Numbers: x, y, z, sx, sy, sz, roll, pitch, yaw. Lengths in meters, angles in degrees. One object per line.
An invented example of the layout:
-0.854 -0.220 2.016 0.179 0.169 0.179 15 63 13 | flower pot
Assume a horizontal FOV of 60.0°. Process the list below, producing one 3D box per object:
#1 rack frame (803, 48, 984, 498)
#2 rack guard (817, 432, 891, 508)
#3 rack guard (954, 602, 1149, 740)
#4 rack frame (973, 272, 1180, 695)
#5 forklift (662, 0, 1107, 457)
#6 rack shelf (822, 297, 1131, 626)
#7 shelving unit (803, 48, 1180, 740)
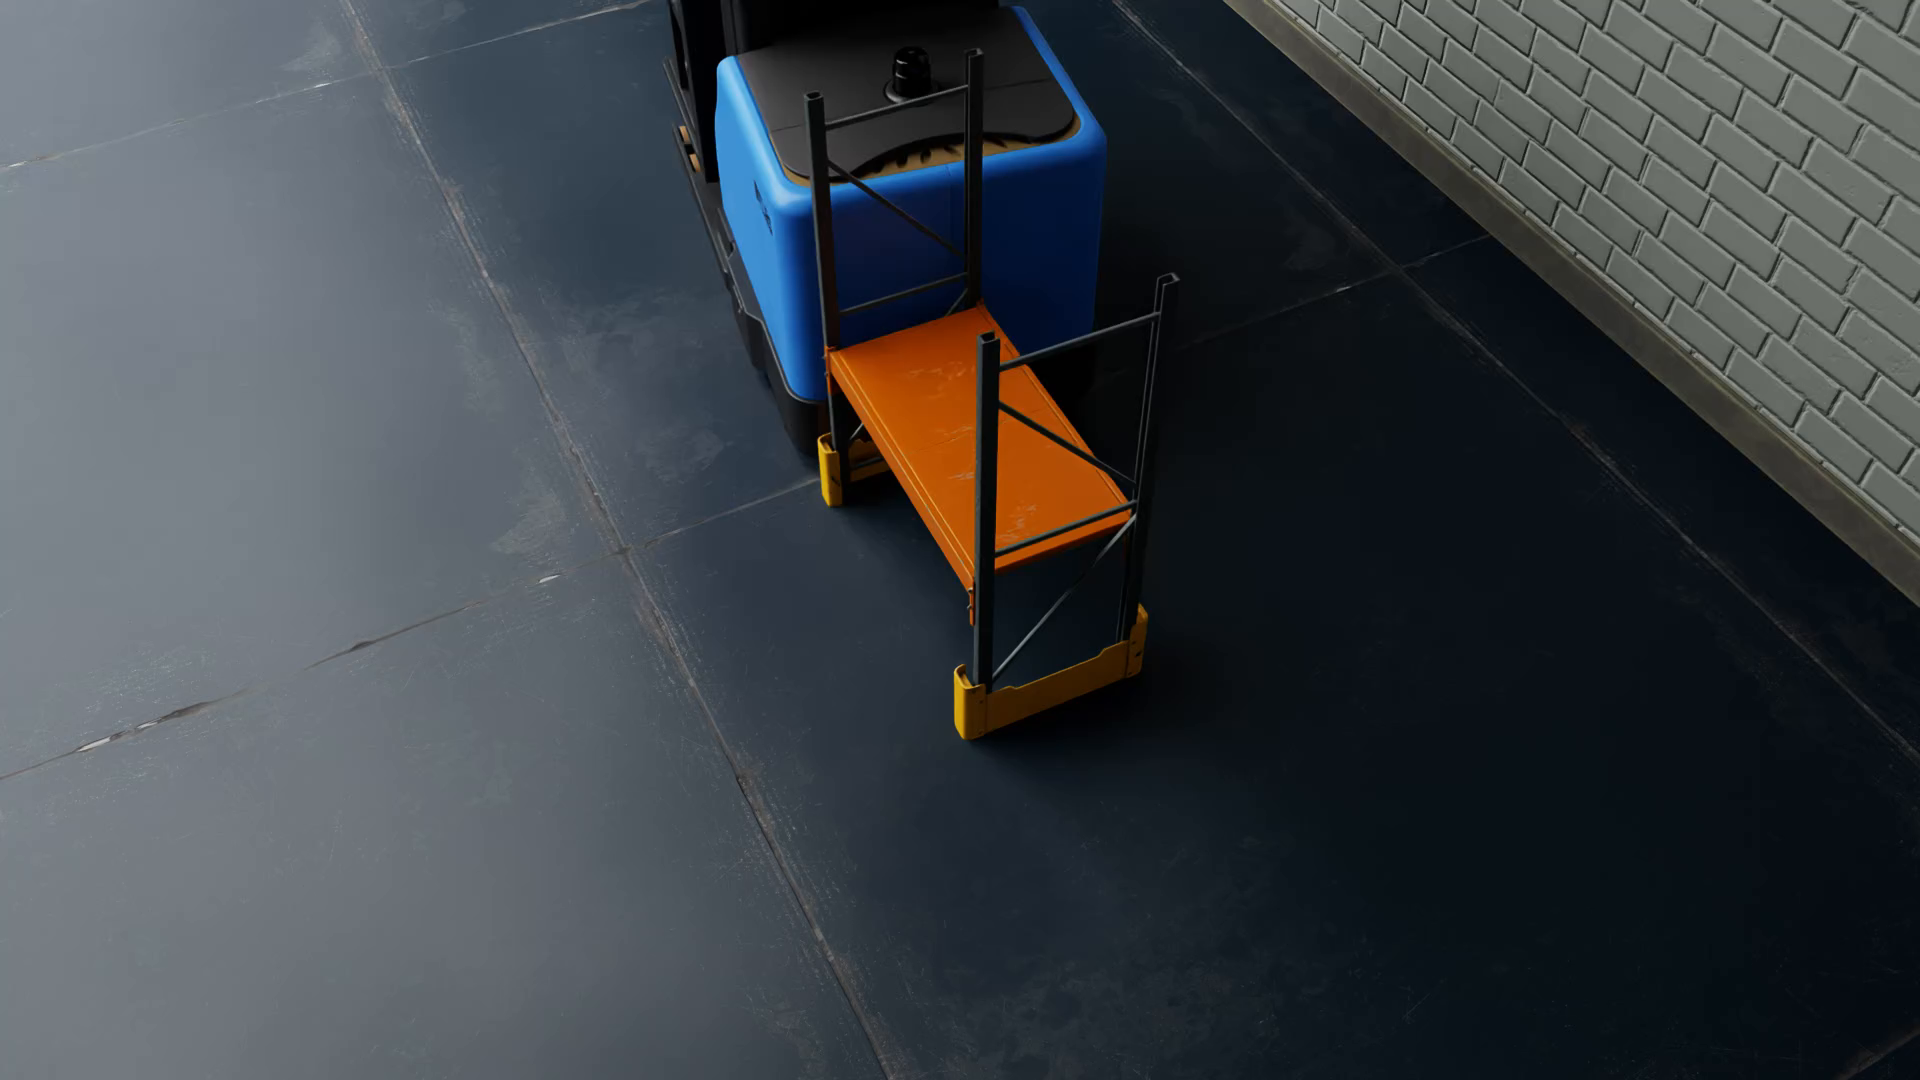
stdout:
-0.169 -0.716 4.880 0.500 1.500 0.032 -20 52 -16 | rack frame
-0.169 -0.304 5.350 0.587 0.250 0.087 -20 52 -16 | rack guard
0.260 0.373 4.758 0.587 0.250 0.087 -20 52 -16 | rack guard
0.269 -0.026 4.276 0.500 1.500 0.032 -20 52 -16 | rack frame
-0.487 -2.372 5.377 1.130 2.935 3.031 -14 50 -12 | forklift
0.050 -0.253 4.714 0.538 0.185 1.000 -20 52 -16 | rack shelf
0.046 -0.377 4.584 0.587 1.500 1.083 -20 52 -16 | shelving unit
